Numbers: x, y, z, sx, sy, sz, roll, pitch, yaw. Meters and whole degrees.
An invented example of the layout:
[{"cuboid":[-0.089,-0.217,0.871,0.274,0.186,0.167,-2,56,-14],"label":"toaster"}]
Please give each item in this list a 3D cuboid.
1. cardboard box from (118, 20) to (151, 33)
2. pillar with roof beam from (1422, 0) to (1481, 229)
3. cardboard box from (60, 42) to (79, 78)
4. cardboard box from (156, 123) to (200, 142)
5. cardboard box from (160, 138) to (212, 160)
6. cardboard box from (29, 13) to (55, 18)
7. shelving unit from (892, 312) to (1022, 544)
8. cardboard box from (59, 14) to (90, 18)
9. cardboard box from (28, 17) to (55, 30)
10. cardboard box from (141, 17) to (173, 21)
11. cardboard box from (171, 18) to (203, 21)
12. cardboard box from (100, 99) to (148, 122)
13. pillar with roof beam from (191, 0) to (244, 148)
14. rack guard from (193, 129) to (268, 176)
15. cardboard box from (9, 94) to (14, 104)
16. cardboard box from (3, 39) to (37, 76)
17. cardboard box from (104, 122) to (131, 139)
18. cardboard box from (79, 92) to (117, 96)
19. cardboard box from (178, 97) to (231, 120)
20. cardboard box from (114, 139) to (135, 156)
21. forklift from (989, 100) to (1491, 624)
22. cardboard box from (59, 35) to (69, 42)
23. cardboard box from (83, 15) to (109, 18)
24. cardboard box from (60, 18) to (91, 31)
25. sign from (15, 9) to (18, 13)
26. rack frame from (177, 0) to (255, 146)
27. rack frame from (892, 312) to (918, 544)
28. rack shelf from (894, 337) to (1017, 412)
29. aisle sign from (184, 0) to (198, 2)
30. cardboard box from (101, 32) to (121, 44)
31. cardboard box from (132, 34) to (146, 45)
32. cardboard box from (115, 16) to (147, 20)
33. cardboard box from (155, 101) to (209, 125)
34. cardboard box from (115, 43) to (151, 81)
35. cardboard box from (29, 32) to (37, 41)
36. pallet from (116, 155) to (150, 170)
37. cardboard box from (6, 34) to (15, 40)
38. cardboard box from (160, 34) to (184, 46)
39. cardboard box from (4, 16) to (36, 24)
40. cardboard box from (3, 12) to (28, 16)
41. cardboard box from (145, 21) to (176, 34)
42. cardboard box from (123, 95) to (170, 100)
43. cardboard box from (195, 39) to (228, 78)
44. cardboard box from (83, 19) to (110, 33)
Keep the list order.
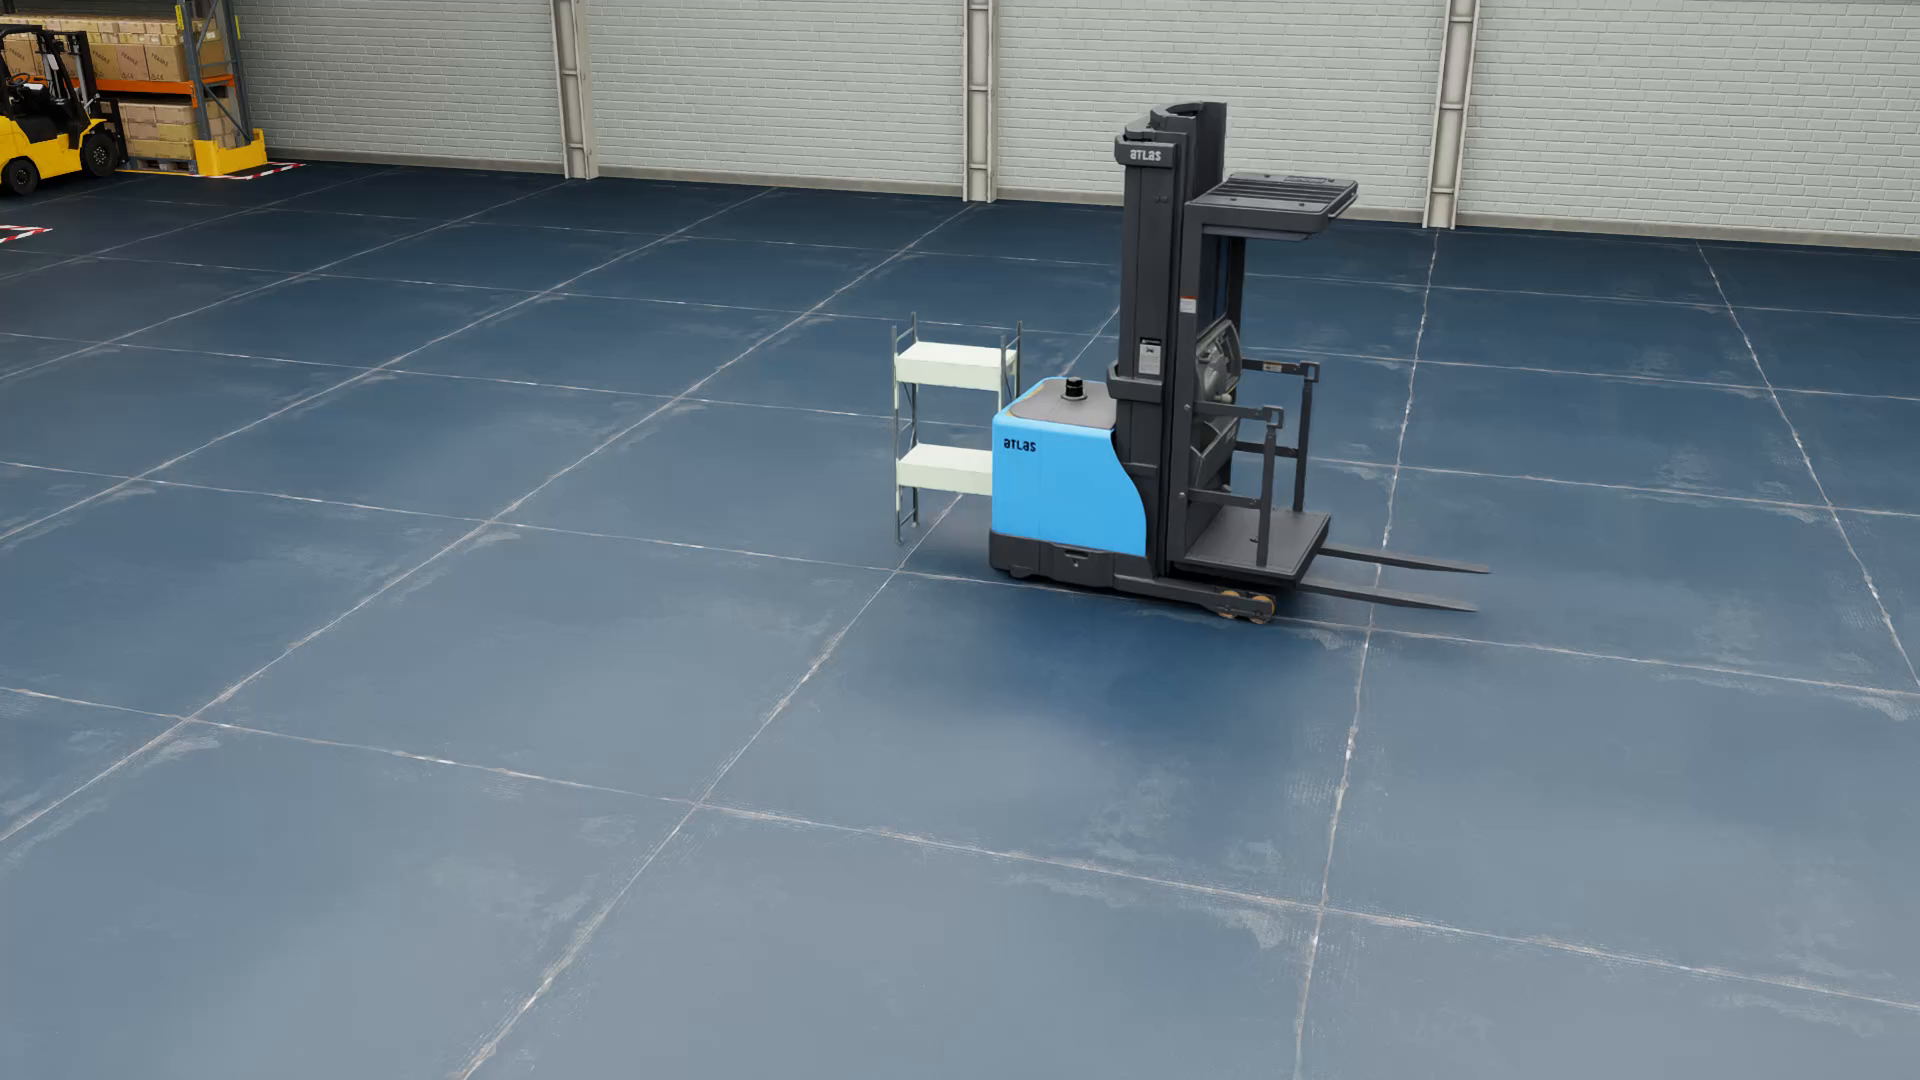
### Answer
[{"cuboid":[-11.935,-7.438,24.073,0.250,0.149,0.380,7,23,16],"label":"cardboard box"},{"cuboid":[4.772,-6.545,15.368,0.400,9.000,9.100,7,23,16],"label":"pillar with roof beam"},{"cuboid":[-12.827,-7.075,24.434,0.500,0.500,0.500,7,23,16],"label":"cardboard box"},{"cuboid":[-11.367,-5.996,24.346,0.500,0.250,0.500,6,23,15],"label":"cardboard box"},{"cuboid":[-11.352,-5.762,24.434,0.500,0.250,0.500,7,23,16],"label":"cardboard box"},{"cuboid":[-13.762,-7.833,25.036,0.250,0.149,0.380,6,23,15],"label":"cardboard box"},{"cuboid":[-0.018,-0.699,10.997,0.755,1.500,0.431,7,23,17],"label":"shelving unit"},{"cuboid":[-13.262,-7.793,24.937,0.250,0.149,0.380,6,23,15],"label":"cardboard box"},{"cuboid":[-13.425,-7.578,24.413,0.250,0.149,0.380,6,23,15],"label":"cardboard box"},{"cuboid":[-11.801,-7.599,24.463,0.250,0.149,0.380,7,23,16],"label":"cardboard box"},{"cuboid":[-11.307,-7.553,24.353,0.250,0.149,0.380,7,23,17],"label":"cardboard box"},{"cuboid":[-12.319,-6.330,24.502,0.500,0.250,0.500,7,23,16],"label":"cardboard box"},{"cuboid":[-12.461,-8.518,20.178,0.400,9.000,9.100,7,23,16],"label":"pillar with roof beam"},{"cuboid":[-10.788,-5.744,24.614,0.348,0.500,1.175,7,23,16],"label":"rack guard"},{"cuboid":[-14.268,-6.559,25.060,0.500,0.250,0.500,6,23,15],"label":"cardboard box"},{"cuboid":[-13.788,-7.193,24.721,0.500,0.500,0.500,7,23,16],"label":"cardboard box"},{"cuboid":[-12.345,-6.104,24.609,0.500,0.250,0.500,6,23,14],"label":"cardboard box"},{"cuboid":[-13.144,-6.632,25.238,0.500,0.250,0.500,7,23,16],"label":"cardboard box"},{"cuboid":[-11.217,-6.409,24.694,0.500,0.250,0.500,6,23,15],"label":"cardboard box"},{"cuboid":[-12.302,-5.878,24.717,0.500,0.250,0.500,7,23,16],"label":"cardboard box"},{"cuboid":[1.752,-1.080,10.040,3.031,2.935,1.130,9,24,21],"label":"forklift"},{"cuboid":[-12.937,-7.380,24.324,0.250,0.149,0.380,6,23,14],"label":"cardboard box"},{"cuboid":[-12.797,-7.709,24.732,0.250,0.149,0.380,7,23,17],"label":"cardboard box"},{"cuboid":[-12.921,-7.549,24.343,0.250,0.149,0.380,7,23,16],"label":"cardboard box"},{"cuboid":[-14.482,-7.980,25.527,0.005,0.325,0.100,7,23,16],"label":"sign"},{"cuboid":[-10.811,-6.903,24.146,0.127,3.000,1.000,7,23,16],"label":"rack frame"},{"cuboid":[-0.365,-0.742,11.104,0.023,1.500,0.400,7,23,17],"label":"rack frame"},{"cuboid":[-0.018,-1.060,10.849,0.720,0.370,0.431,7,23,17],"label":"rack shelf"},{"cuboid":[-10.833,-7.992,23.375,0.004,0.787,0.394,7,23,16],"label":"aisle sign"},{"cuboid":[-12.211,-7.297,24.120,0.250,0.149,0.380,6,23,14],"label":"cardboard box"},{"cuboid":[-11.708,-7.253,24.014,0.250,0.149,0.380,7,23,17],"label":"cardboard box"},{"cuboid":[-12.283,-7.683,24.669,0.250,0.149,0.380,6,23,14],"label":"cardboard box"},{"cuboid":[-11.342,-6.225,24.245,0.500,0.250,0.500,7,23,17],"label":"cardboard box"},{"cuboid":[-11.852,-6.968,24.173,0.500,0.500,0.500,7,23,17],"label":"cardboard box"},{"cuboid":[-13.440,-7.428,24.439,0.250,0.149,0.380,6,23,15],"label":"cardboard box"},{"cuboid":[-12.720,-5.816,25.170,1.213,0.211,1.003,7,23,15],"label":"pallet"},{"cuboid":[-13.906,-7.511,24.642,0.250,0.149,0.380,6,23,15],"label":"cardboard box"},{"cuboid":[-11.224,-7.185,23.848,0.250,0.149,0.380,7,23,16],"label":"cardboard box"},{"cuboid":[-13.898,-7.662,24.618,0.250,0.149,0.380,6,23,15],"label":"cardboard box"},{"cuboid":[-14.248,-7.900,25.199,0.250,0.149,0.380,7,23,16],"label":"cardboard box"},{"cuboid":[-11.460,-7.365,23.895,0.250,0.149,0.380,7,23,16],"label":"cardboard box"},{"cuboid":[-12.172,-6.521,24.968,0.500,0.250,0.500,6,23,15],"label":"cardboard box"},{"cuboid":[-11.205,-7.104,24.505,0.500,0.500,0.500,7,23,17],"label":"cardboard box"},{"cuboid":[-12.466,-7.453,24.109,0.250,0.149,0.380,7,23,17],"label":"cardboard box"}]
